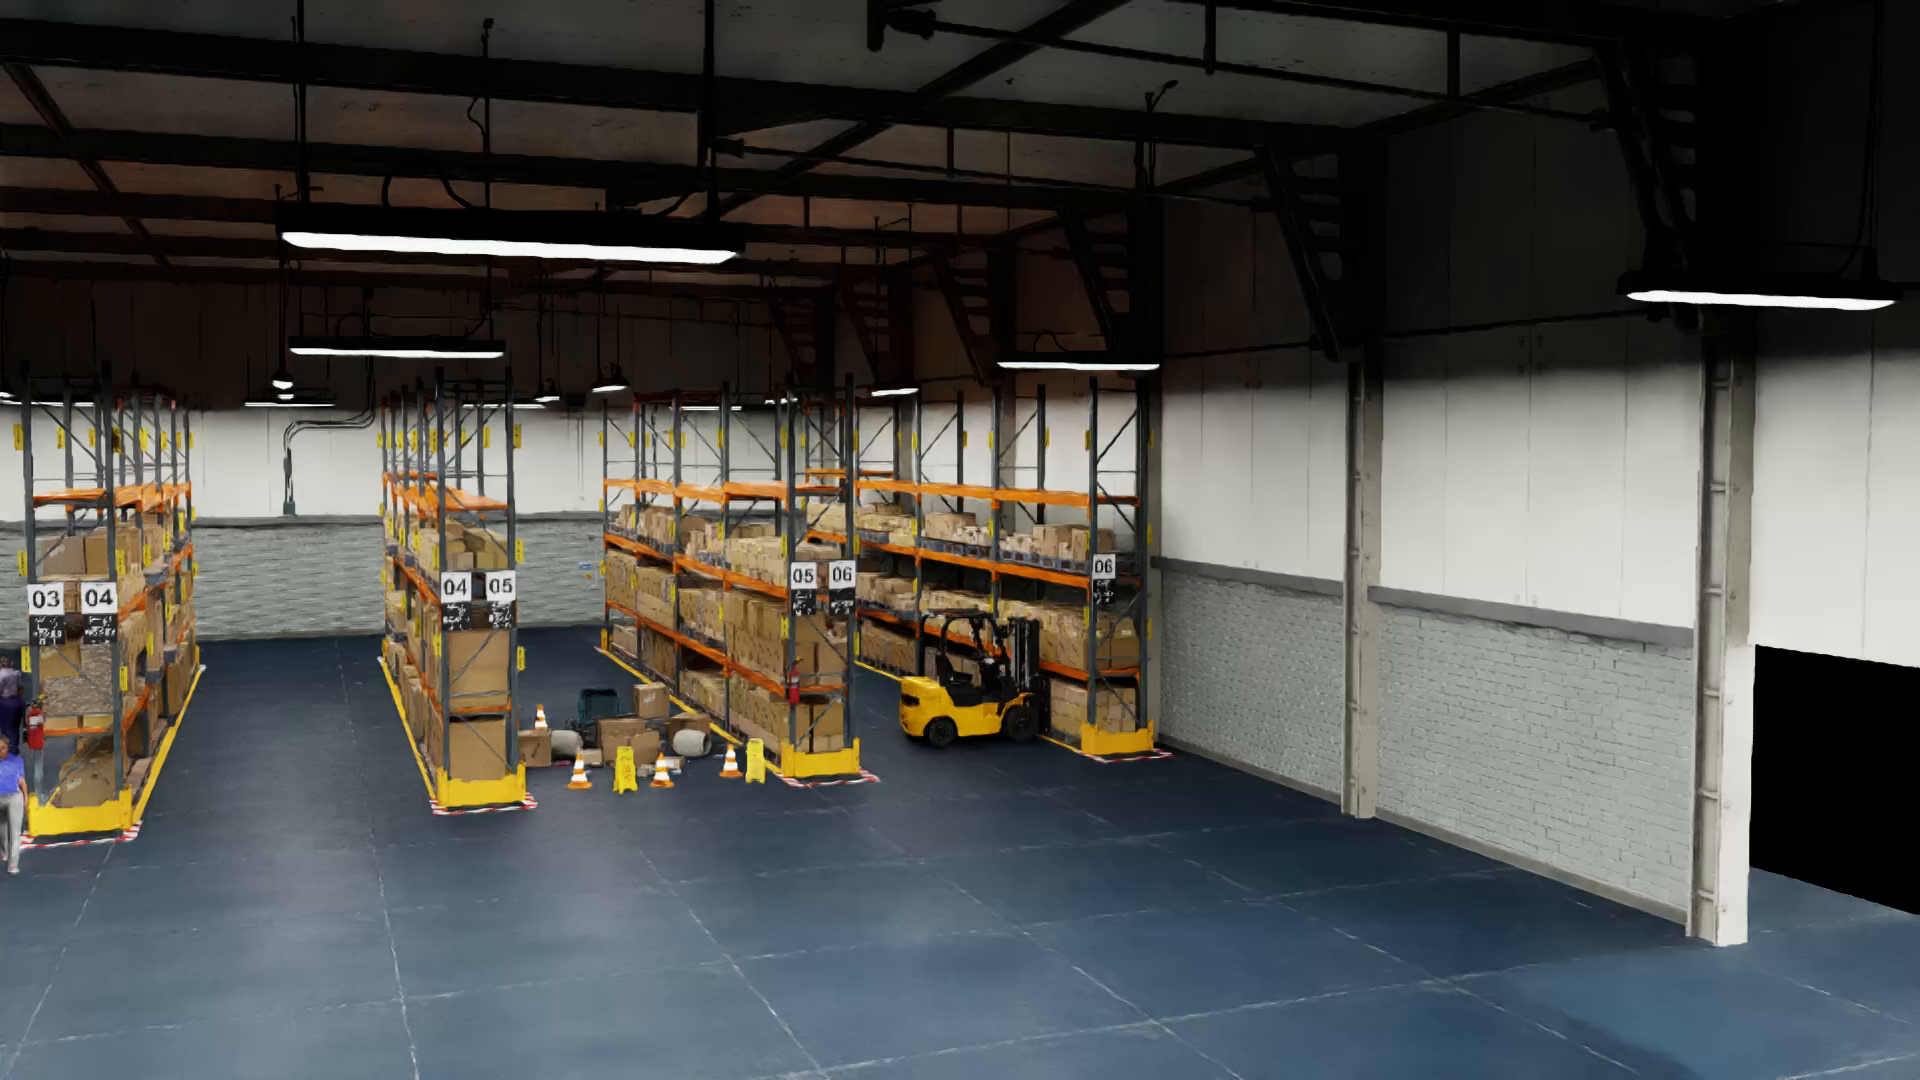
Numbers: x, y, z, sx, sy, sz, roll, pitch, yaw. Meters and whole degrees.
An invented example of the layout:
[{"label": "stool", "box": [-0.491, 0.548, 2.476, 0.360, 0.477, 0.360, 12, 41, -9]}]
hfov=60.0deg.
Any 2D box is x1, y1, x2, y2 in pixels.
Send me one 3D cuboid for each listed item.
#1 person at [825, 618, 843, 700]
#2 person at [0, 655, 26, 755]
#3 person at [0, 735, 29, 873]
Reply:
[{"label": "person", "box": [-2.483, 2.280, 31.853, 0.511, 1.596, 0.494, 1, 3, 9]}, {"label": "person", "box": [-14.838, 2.629, 25.888, 0.556, 1.609, 0.598, 1, 3, 10]}, {"label": "person", "box": [-11.115, 3.034, 19.329, 0.447, 1.574, 1.088, -1, 4, -19]}]
